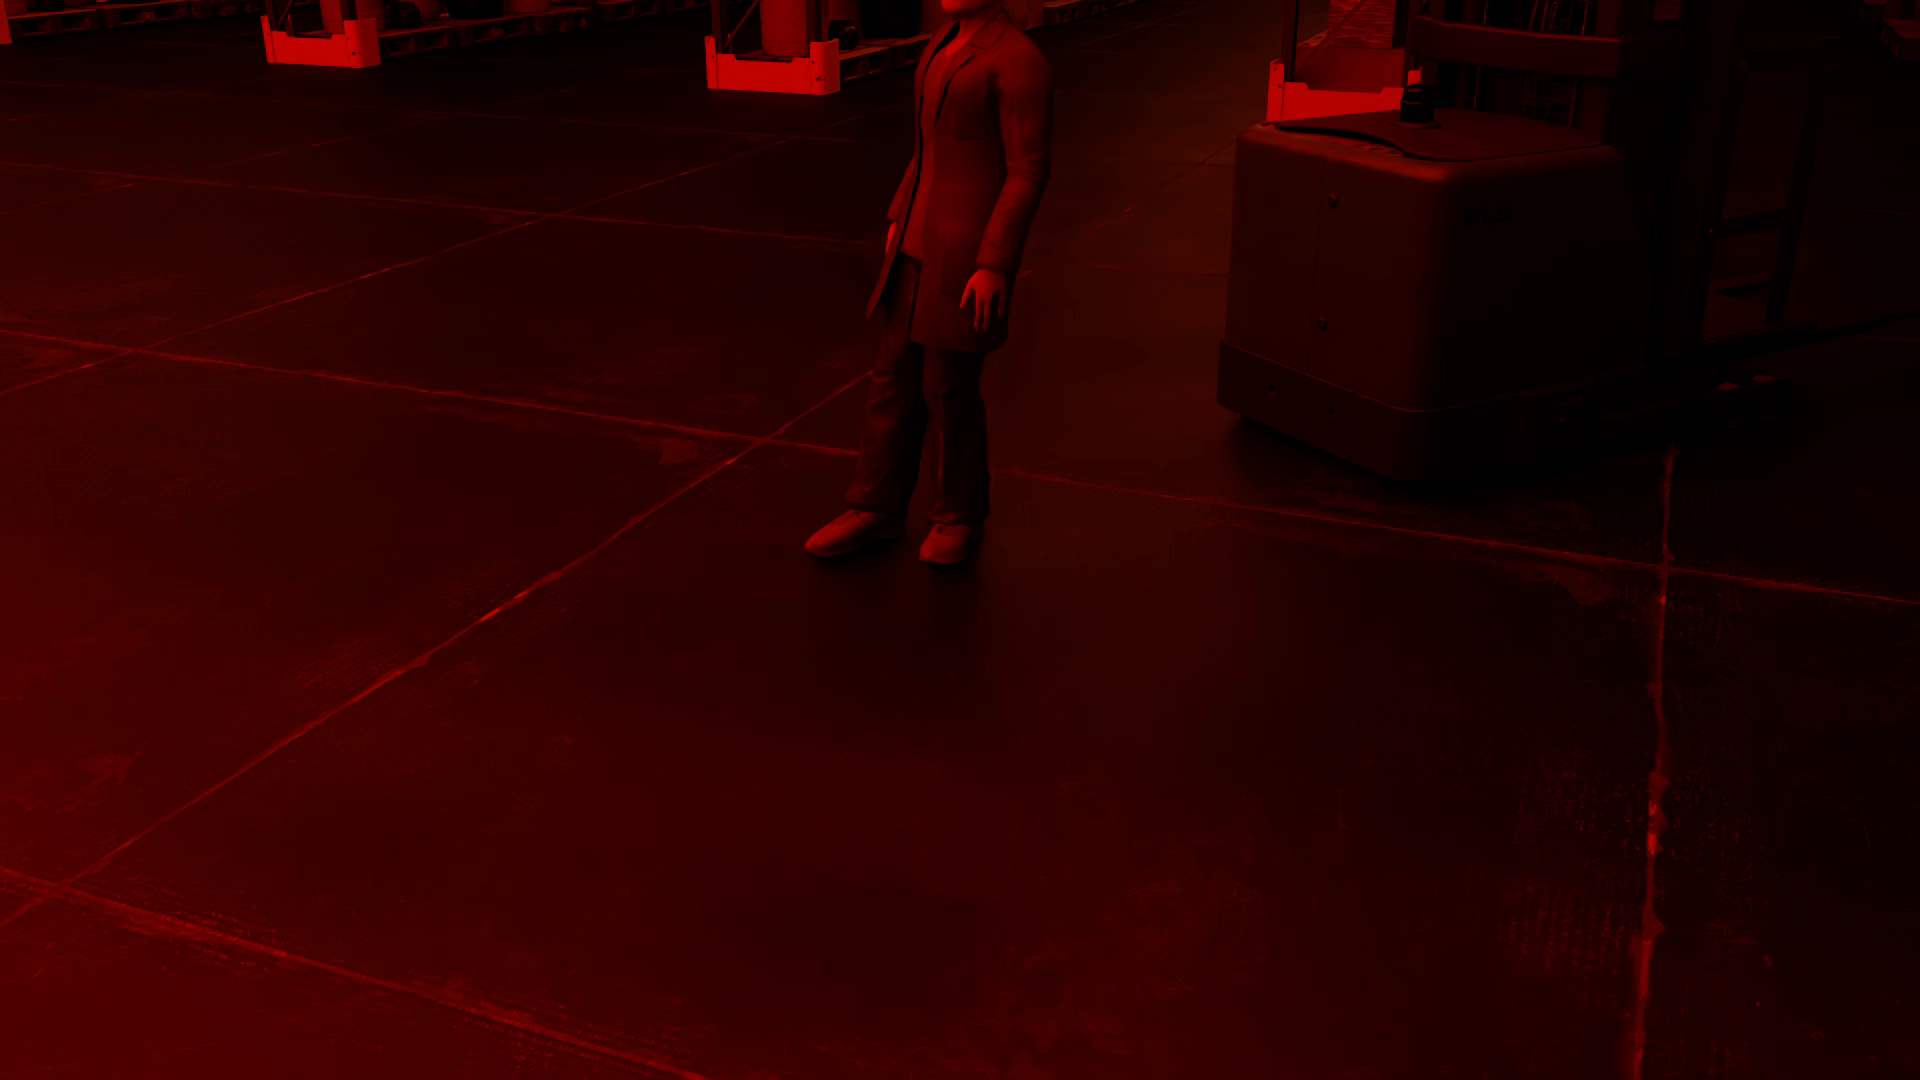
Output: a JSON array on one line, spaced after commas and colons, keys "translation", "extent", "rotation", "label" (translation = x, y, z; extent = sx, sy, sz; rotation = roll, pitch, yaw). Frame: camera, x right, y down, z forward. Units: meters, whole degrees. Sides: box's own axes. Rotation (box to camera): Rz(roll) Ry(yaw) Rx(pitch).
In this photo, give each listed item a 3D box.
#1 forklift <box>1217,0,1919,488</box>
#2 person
[{"translation": [2.480, -1.922, 5.891], "extent": [3.031, 2.935, 1.130], "rotation": [-12, 26, -27], "label": "forklift"}, {"translation": [-0.129, -0.784, 4.674], "extent": [0.659, 1.775, 0.703], "rotation": [-12, 25, -26], "label": "person"}]
